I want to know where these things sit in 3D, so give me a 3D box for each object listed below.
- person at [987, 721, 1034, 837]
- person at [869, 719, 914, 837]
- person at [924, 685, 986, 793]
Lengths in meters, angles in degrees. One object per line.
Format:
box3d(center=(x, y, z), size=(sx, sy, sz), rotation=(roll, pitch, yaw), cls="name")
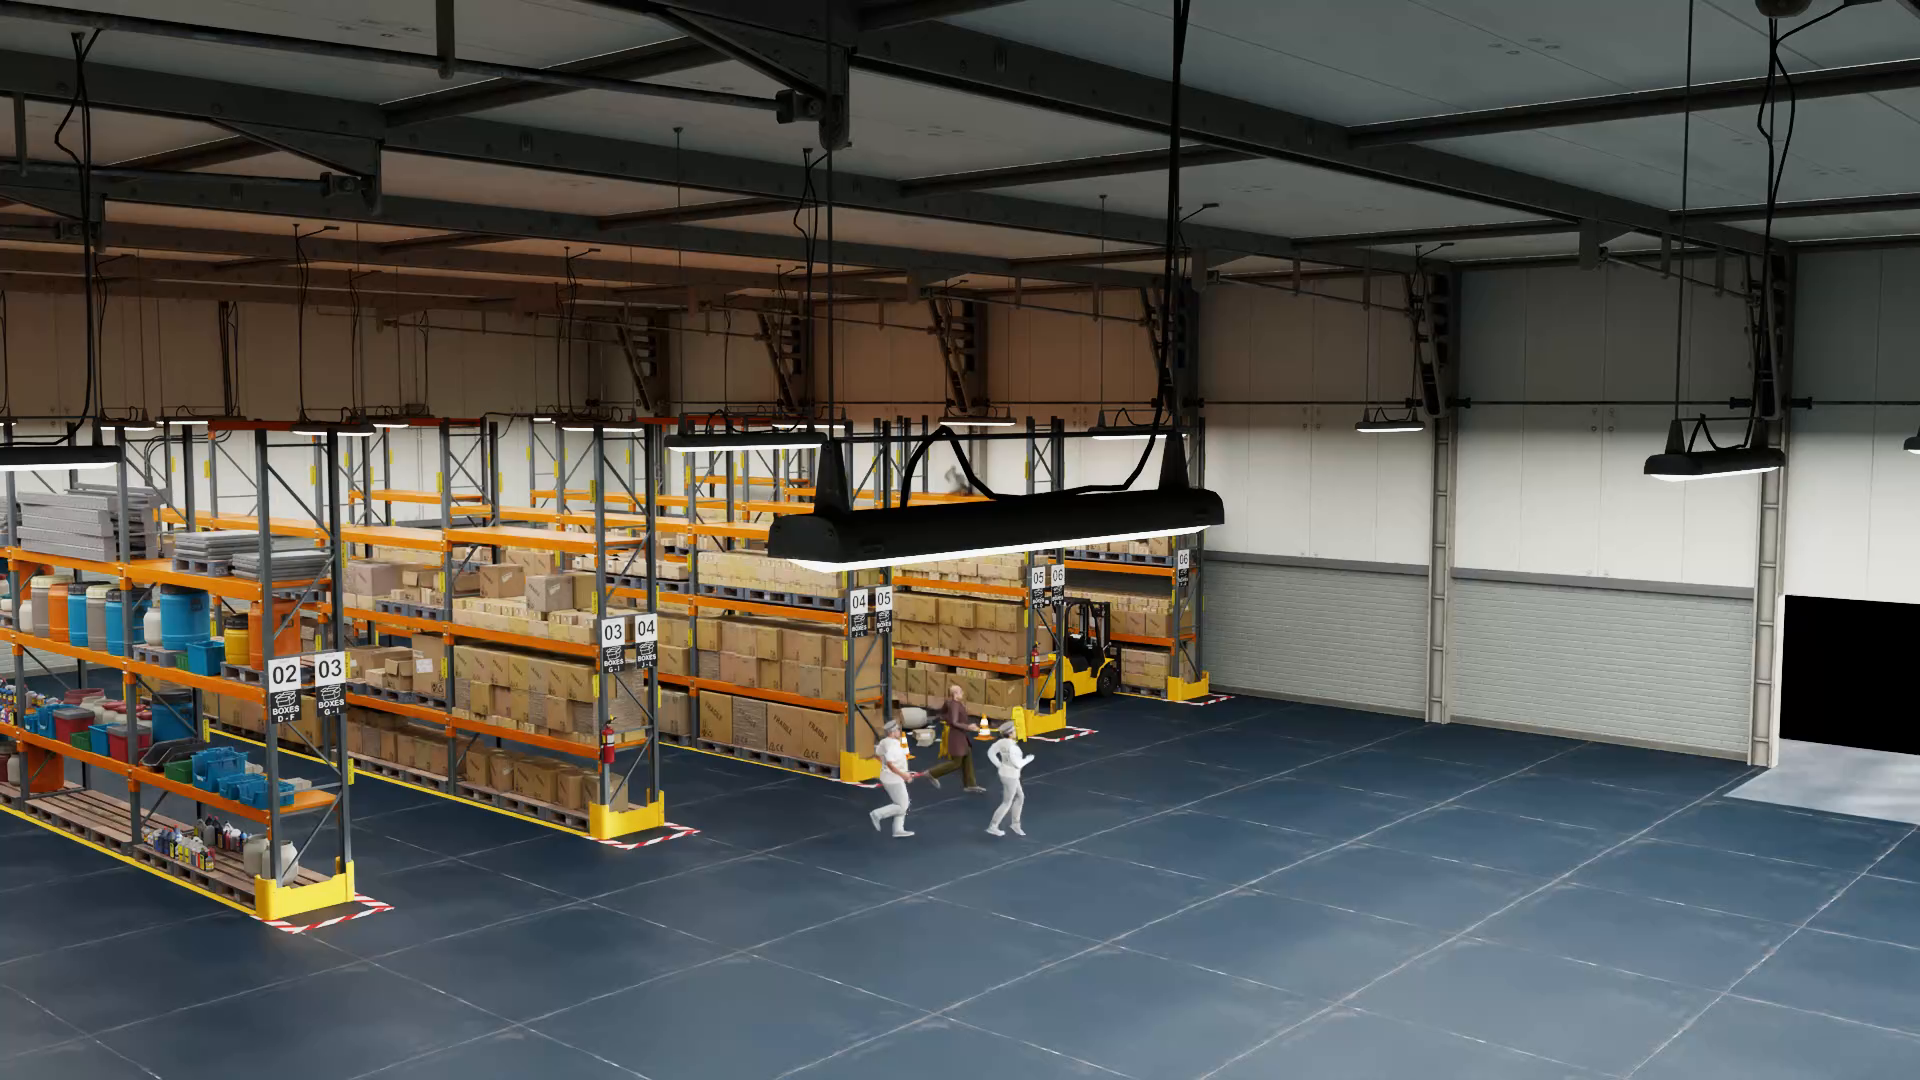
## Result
box3d(center=(0.713, 3.483, 24.104), size=(0.712, 1.747, 0.594), rotation=(-1, 5, -16), cls="person")
box3d(center=(-1.008, 3.467, 24.117), size=(0.703, 1.743, 0.664), rotation=(-1, 5, -18), cls="person")
box3d(center=(-0.073, 3.215, 26.814), size=(1.007, 1.766, 0.725), rotation=(0, 5, -1), cls="person")
